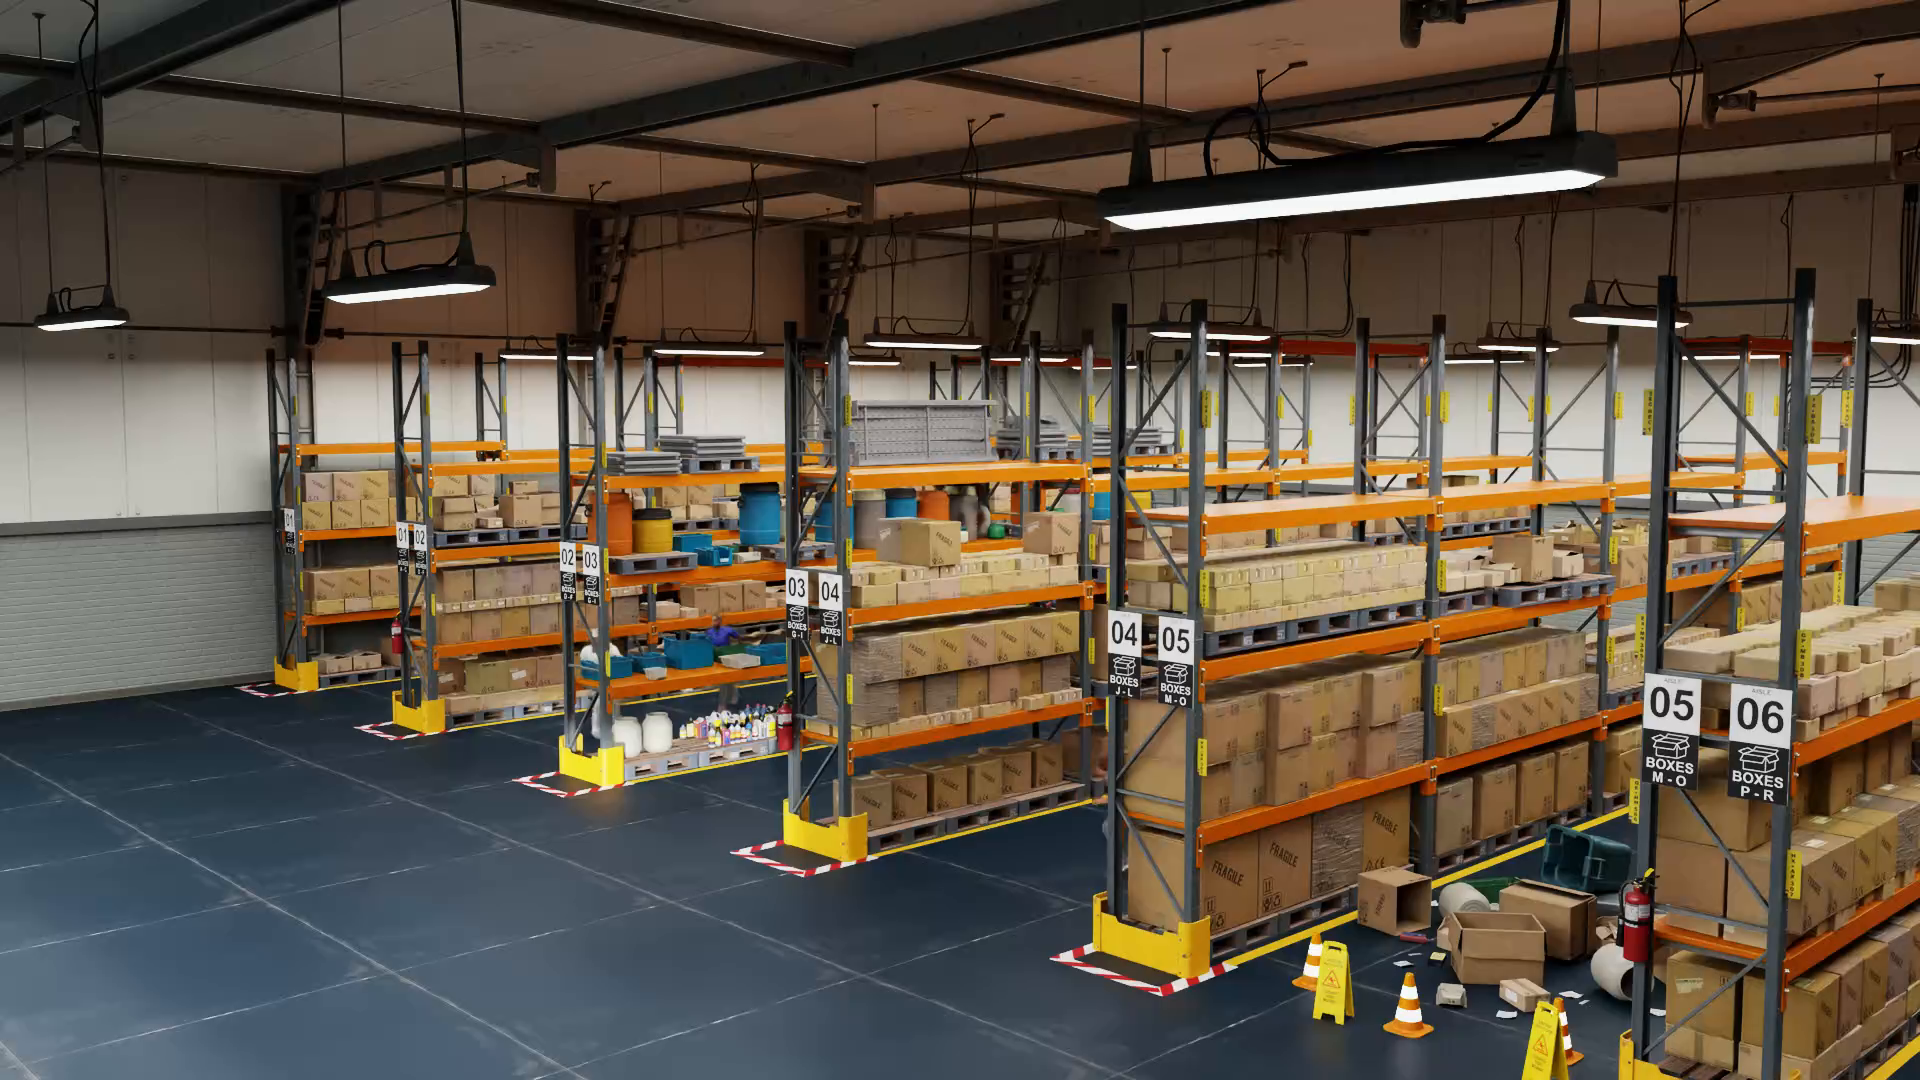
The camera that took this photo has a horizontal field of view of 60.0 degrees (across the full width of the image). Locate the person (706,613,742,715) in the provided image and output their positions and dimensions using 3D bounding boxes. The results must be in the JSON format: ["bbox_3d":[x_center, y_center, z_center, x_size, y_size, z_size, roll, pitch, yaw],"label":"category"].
[{"bbox_3d":[-3.868,1.995,27.337,0.574,1.634,0.955,2,6,26],"label":"person"}]

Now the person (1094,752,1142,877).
[{"bbox_3d":[1.889,2.931,17.971,1.049,1.386,0.525,-3,6,-27],"label":"person"}]

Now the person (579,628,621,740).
[{"bbox_3d":[-5.397,2.179,25.119,0.690,1.724,0.818,-1,5,-14],"label":"person"}]

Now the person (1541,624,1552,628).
[{"bbox_3d":[8.933,2.199,25.440,0.776,1.492,0.855,-1,5,-17],"label":"person"}]
